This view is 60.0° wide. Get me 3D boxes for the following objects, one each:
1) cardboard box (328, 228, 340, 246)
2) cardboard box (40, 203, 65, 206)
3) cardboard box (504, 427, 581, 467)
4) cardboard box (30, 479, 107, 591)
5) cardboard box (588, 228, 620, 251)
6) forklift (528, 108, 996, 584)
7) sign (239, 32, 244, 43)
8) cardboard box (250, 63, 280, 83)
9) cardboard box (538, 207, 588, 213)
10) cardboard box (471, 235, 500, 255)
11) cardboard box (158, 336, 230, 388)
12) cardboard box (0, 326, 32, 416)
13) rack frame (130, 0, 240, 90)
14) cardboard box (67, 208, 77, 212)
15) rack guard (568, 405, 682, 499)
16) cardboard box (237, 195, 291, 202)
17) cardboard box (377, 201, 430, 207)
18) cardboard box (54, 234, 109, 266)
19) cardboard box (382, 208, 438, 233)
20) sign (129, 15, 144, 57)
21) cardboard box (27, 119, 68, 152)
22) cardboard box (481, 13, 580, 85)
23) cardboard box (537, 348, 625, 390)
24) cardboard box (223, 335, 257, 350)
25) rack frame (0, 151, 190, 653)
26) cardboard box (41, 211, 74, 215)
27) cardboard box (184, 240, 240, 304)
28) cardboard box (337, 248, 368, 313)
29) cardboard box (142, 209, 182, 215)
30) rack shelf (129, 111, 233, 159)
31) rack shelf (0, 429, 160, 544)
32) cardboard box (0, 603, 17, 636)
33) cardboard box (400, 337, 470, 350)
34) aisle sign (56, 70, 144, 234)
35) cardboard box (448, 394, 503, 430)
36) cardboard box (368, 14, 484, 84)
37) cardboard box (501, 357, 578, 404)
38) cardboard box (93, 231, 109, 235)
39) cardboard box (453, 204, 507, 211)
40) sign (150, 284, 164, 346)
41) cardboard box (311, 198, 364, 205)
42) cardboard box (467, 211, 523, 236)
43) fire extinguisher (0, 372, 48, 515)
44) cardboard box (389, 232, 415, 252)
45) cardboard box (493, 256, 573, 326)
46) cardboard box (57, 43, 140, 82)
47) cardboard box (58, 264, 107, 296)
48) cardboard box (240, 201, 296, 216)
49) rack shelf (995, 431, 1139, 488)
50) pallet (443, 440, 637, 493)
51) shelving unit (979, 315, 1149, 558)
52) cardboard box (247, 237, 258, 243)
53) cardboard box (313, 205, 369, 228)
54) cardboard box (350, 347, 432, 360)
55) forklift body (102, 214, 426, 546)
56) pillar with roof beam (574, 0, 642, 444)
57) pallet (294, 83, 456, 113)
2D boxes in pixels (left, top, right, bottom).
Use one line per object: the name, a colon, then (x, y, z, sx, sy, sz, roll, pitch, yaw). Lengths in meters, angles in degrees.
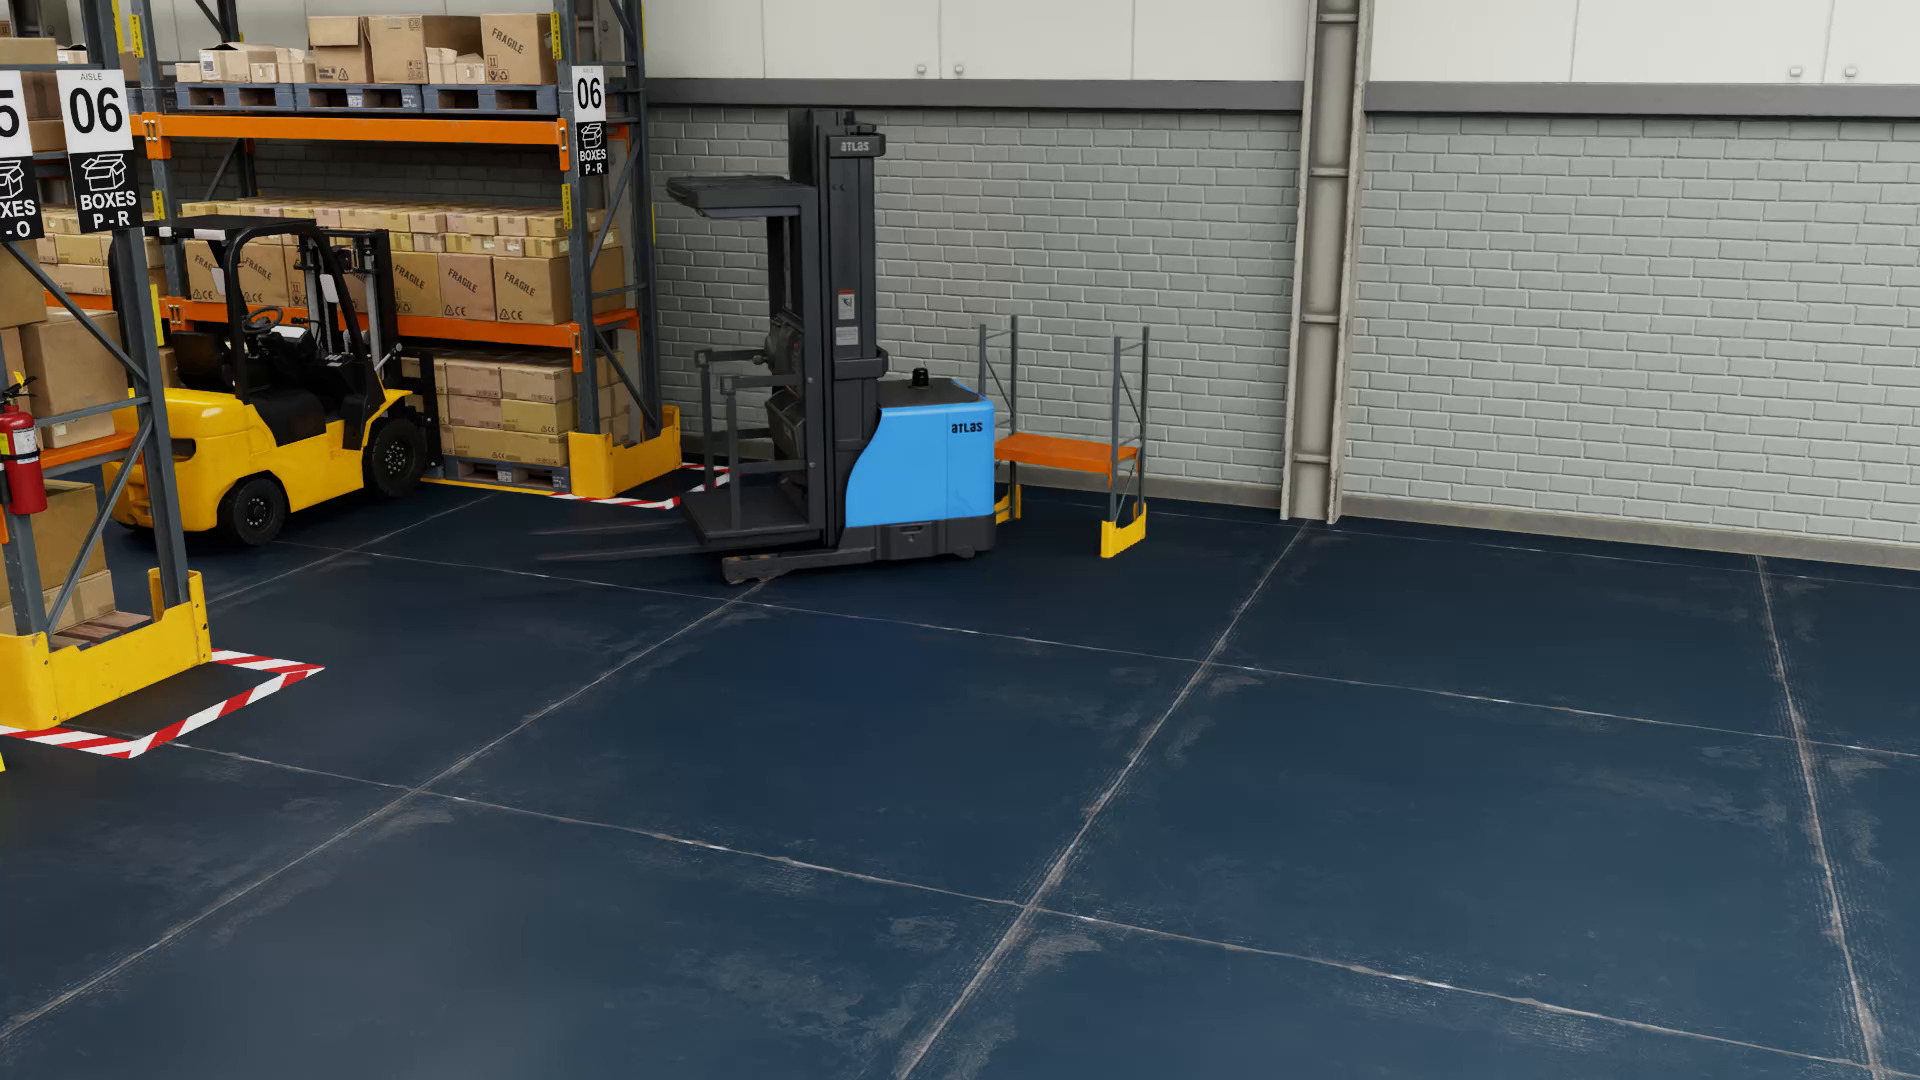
cardboard box: (-5.019, -2.453, 13.399, 0.250, 0.149, 0.380, 6, 17, 19)
cardboard box: (-8.509, -3.022, 15.362, 0.250, 0.149, 0.380, 6, 17, 20)
cardboard box: (-3.231, -0.771, 13.126, 0.500, 0.250, 0.500, 6, 17, 21)
cardboard box: (-5.167, -0.033, 9.242, 0.500, 0.500, 0.500, 6, 17, 19)
cardboard box: (-2.898, -2.385, 13.165, 0.250, 0.149, 0.380, 6, 17, 19)
forklift: (-1.331, -1.289, 10.856, 3.031, 2.935, 1.130, -5, 17, -17)
sign: (-6.196, -4.203, 14.323, 0.005, 0.325, 0.100, 6, 17, 21)
cardboard box: (-5.378, -3.699, 13.172, 0.250, 0.149, 0.380, 7, 18, 22)
cardboard box: (-3.136, -2.559, 13.231, 0.250, 0.149, 0.380, 7, 18, 23)
cardboard box: (-3.571, -2.306, 12.895, 0.250, 0.149, 0.380, 7, 17, 22)
cardboard box: (-6.888, -1.444, 14.774, 0.625, 0.625, 0.875, 7, 18, 23)
cardboard box: (-5.101, -0.810, 8.372, 0.500, 0.500, 0.500, 6, 17, 20)
rack frame: (-6.399, -5.213, 13.491, 0.127, 3.000, 1.000, 6, 17, 21)
cardboard box: (-7.814, -2.928, 15.035, 0.250, 0.149, 0.380, 6, 17, 20)
rack guard: (-2.655, -0.720, 13.258, 0.348, 0.500, 1.175, 6, 17, 21)
cardboard box: (-5.991, -2.881, 14.339, 0.250, 0.149, 0.380, 6, 17, 21)
cardboard box: (-4.587, -2.707, 13.742, 0.250, 0.149, 0.380, 7, 18, 22)
cardboard box: (-7.431, -2.535, 14.398, 0.500, 0.250, 0.500, 6, 17, 19)
cardboard box: (-4.312, -2.512, 13.071, 0.250, 0.149, 0.380, 7, 17, 22)
sign: (-6.589, -4.031, 13.305, 0.005, 0.325, 0.100, 6, 17, 21)
cardboard box: (-4.685, -2.074, 8.506, 0.250, 0.149, 0.380, 6, 17, 21)
cardboard box: (-3.179, -3.644, 12.352, 0.500, 0.500, 0.500, 7, 18, 22)
cardboard box: (-3.055, -1.383, 13.442, 0.500, 0.250, 0.500, 6, 17, 20)
cardboard box: (-6.064, -1.563, 14.062, 0.500, 0.250, 0.500, 6, 17, 20)
rack frame: (-4.495, -0.636, 8.483, 0.127, 3.000, 1.000, 6, 17, 21)
cardboard box: (-7.998, -2.792, 14.569, 0.250, 0.149, 0.380, 6, 17, 21)
cardboard box: (-6.082, -2.267, 13.924, 0.500, 0.500, 0.500, 6, 17, 19)
cardboard box: (-4.660, -2.110, 13.382, 0.500, 0.500, 0.500, 6, 17, 21)
cardboard box: (-7.109, -2.850, 14.769, 0.250, 0.149, 0.380, 6, 17, 20)
rack shelf: (-8.259, -3.632, 14.715, 4.000, 0.370, 1.077, 6, 17, 21)
rack shelf: (-6.356, -0.495, 9.288, 4.000, 0.370, 1.077, 6, 17, 21)
cardboard box: (-5.369, 0.468, 8.860, 0.500, 0.250, 0.500, 6, 17, 20)
cardboard box: (-4.457, -1.541, 13.987, 0.500, 0.250, 0.500, 6, 17, 20)
aisle sign: (-4.324, -1.958, 8.375, 0.004, 0.787, 0.394, 6, 17, 21)
cardboard box: (-3.708, -1.067, 13.252, 0.500, 0.250, 0.500, 6, 17, 20)
cardboard box: (-4.095, -3.774, 12.802, 0.500, 0.500, 0.700, 6, 17, 21)
cardboard box: (-3.220, -1.251, 12.987, 0.500, 0.250, 0.500, 7, 18, 22)
cardboard box: (-7.253, -2.730, 14.353, 0.250, 0.149, 0.380, 6, 17, 21)
cardboard box: (-3.873, -2.624, 13.455, 0.250, 0.149, 0.380, 7, 18, 22)
sign: (-4.297, -1.192, 8.847, 0.005, 0.325, 0.100, 6, 17, 21)
cardboard box: (-5.266, -2.811, 14.100, 0.250, 0.149, 0.380, 6, 17, 20)
cardboard box: (-3.582, -2.445, 12.837, 0.250, 0.149, 0.380, 7, 17, 22)
fire extinguisher: (-4.558, -0.467, 8.041, 0.183, 0.674, 0.296, 6, 17, 21)
cardboard box: (-4.305, -2.370, 13.116, 0.250, 0.149, 0.380, 6, 17, 21)
cardboard box: (-3.232, -1.953, 12.843, 0.500, 0.500, 0.500, 6, 17, 19)
cardboard box: (-7.161, -3.991, 13.887, 0.500, 0.311, 0.500, 6, 17, 19)
cardboard box: (-7.433, -2.294, 14.465, 0.500, 0.250, 0.500, 6, 17, 20)
cardboard box: (-5.694, -2.698, 13.711, 0.250, 0.149, 0.380, 6, 17, 20)
rack shelf: (0.709, -0.570, 11.591, 1.000, 0.185, 0.538, 9, 19, 29)
pallet: (-3.404, -0.652, 13.539, 1.213, 0.211, 1.003, 6, 17, 21)
shelving unit: (0.701, -0.744, 11.545, 1.083, 1.500, 0.587, 9, 19, 29)
cardboard box: (-5.705, -2.546, 13.719, 0.250, 0.149, 0.380, 6, 17, 21)
cardboard box: (-4.984, -2.614, 13.421, 0.250, 0.149, 0.380, 6, 17, 20)
cardboard box: (-4.639, -1.404, 13.516, 0.500, 0.250, 0.500, 6, 17, 20)
forklift body: (-5.111, -1.236, 12.075, 1.214, 2.155, 2.313, 6, 17, 21)
pillar with roof beam: (-4.574, -3.993, 9.286, 0.400, 9.000, 9.100, 6, 17, 21)
pallet: (-4.465, -3.525, 13.213, 1.213, 0.211, 1.003, 6, 17, 21)
